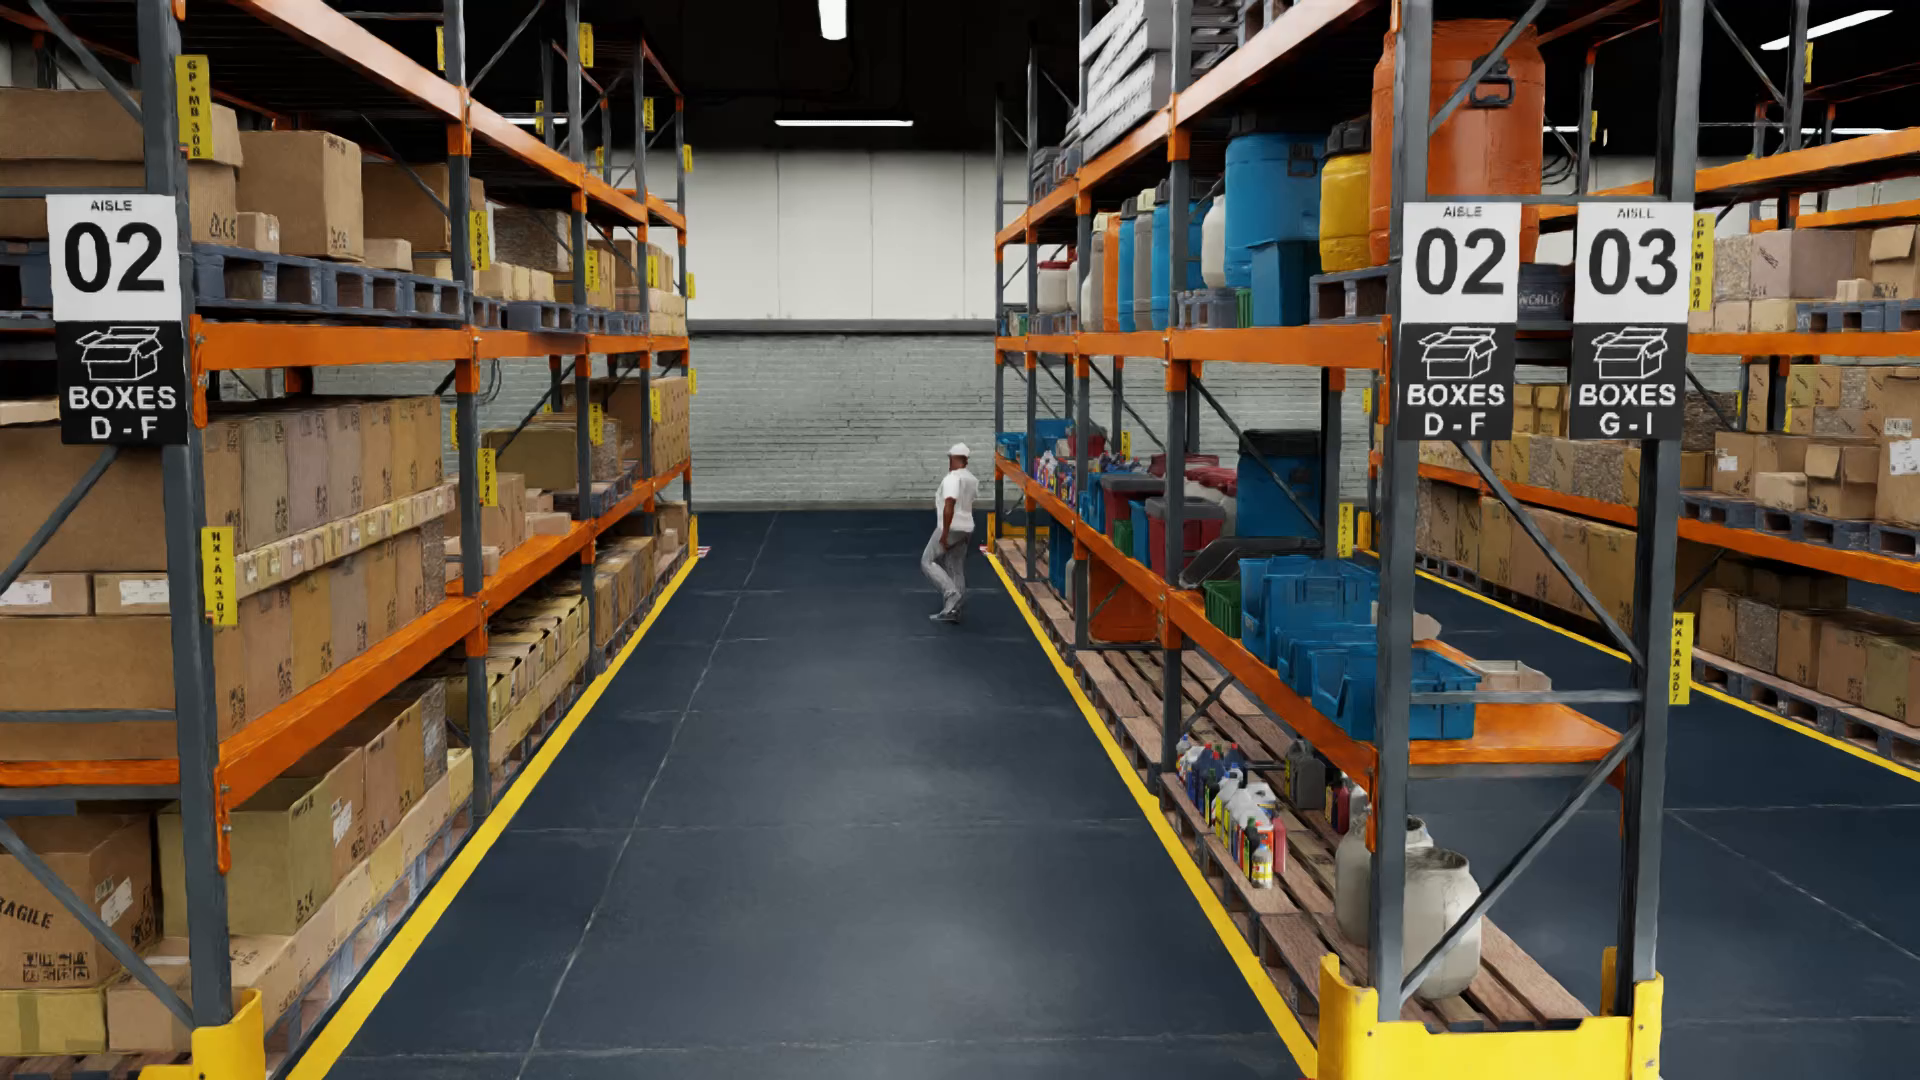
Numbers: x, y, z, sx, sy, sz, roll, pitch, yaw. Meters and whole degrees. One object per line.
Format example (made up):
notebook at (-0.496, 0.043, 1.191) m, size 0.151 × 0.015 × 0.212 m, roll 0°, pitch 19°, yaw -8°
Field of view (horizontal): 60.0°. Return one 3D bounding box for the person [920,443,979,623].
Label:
person at (-0.091, -0.074, 16.277) m, size 0.485 × 1.735 × 0.751 m, roll 3°, pitch 8°, yaw 26°
